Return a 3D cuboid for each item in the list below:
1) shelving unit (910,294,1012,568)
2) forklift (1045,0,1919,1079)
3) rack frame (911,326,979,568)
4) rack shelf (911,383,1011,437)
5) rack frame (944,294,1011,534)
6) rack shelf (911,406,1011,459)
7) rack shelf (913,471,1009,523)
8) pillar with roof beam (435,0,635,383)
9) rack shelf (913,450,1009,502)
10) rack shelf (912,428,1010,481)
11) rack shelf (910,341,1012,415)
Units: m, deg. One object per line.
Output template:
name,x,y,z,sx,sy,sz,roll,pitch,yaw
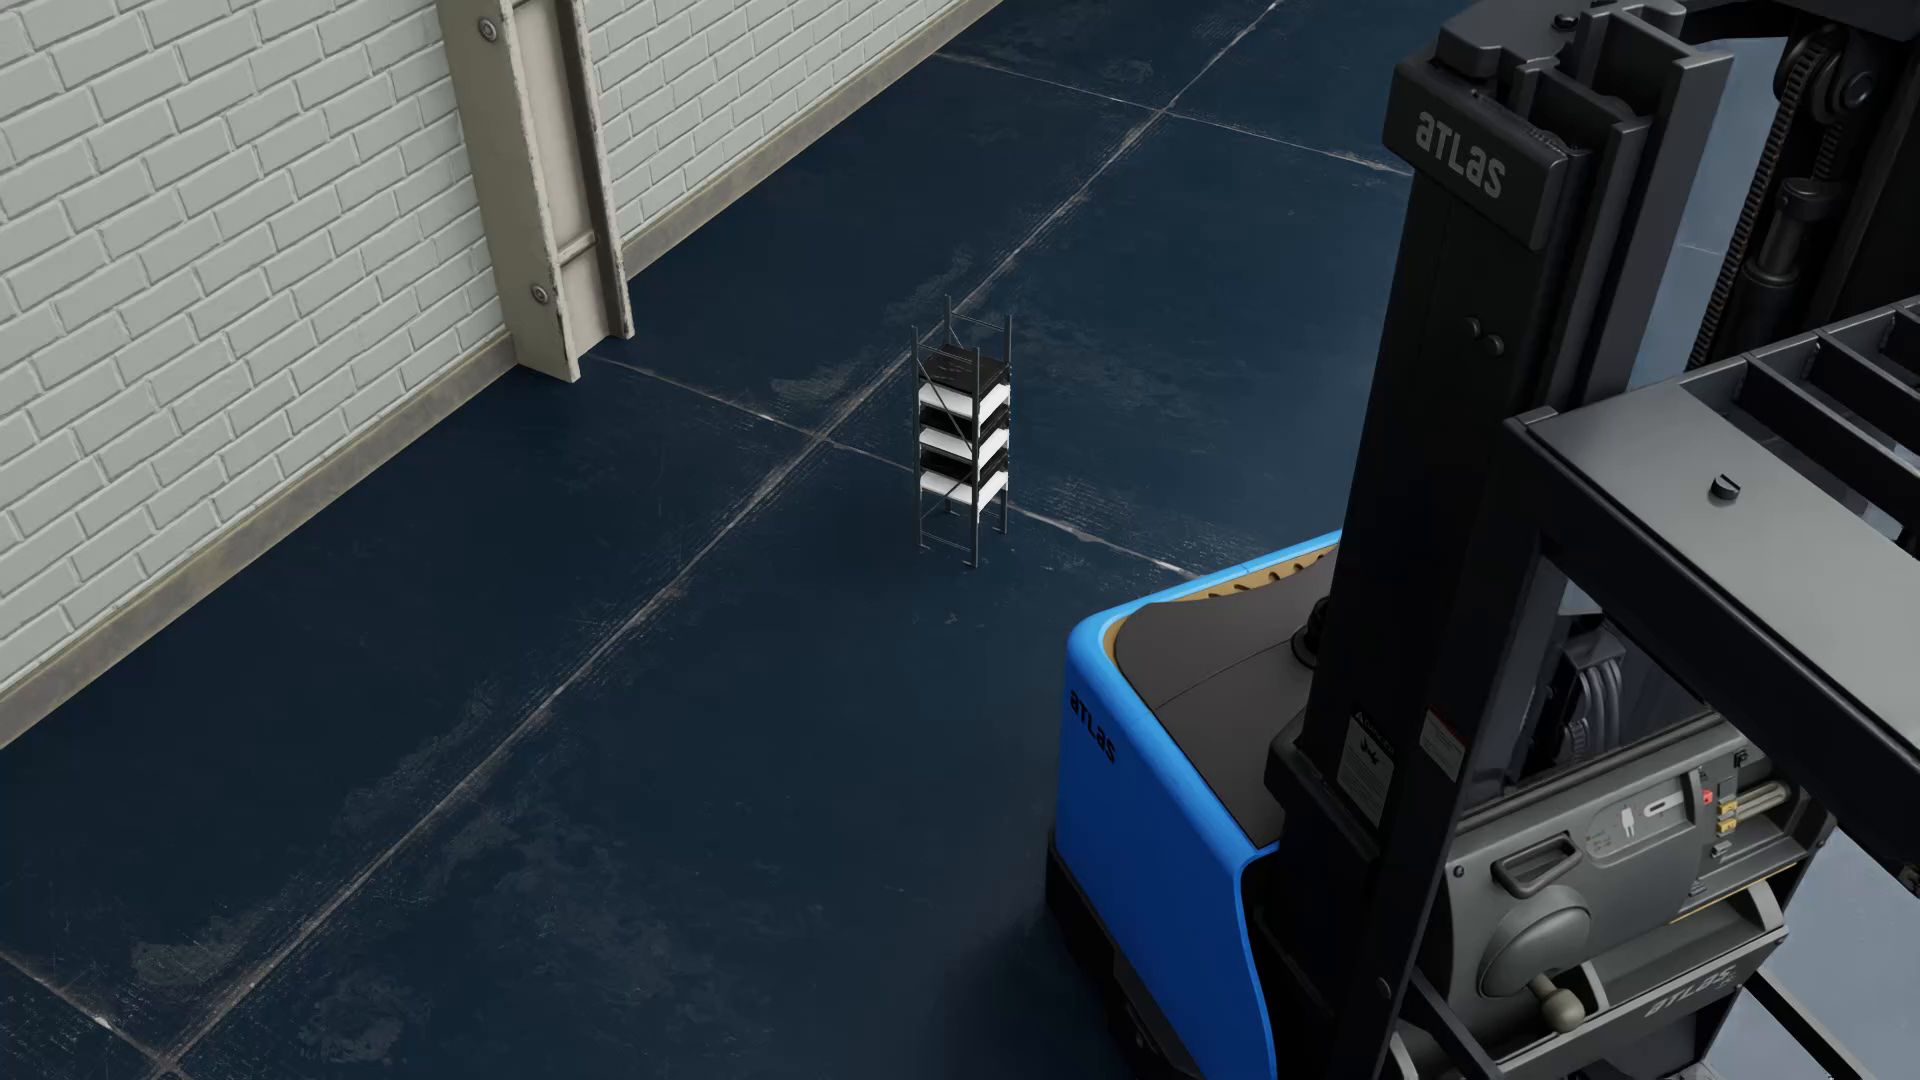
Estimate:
shelving unit,0.004,-0.342,5.458,0.258,0.900,0.210,21,45,22
forklift,1.326,0.641,2.804,1.130,2.935,3.031,-18,44,-19
rack frame,-0.047,-0.284,5.392,0.240,0.900,0.006,21,45,22
rack shelf,0.004,-0.452,5.361,0.258,0.077,0.200,21,45,22
rack frame,0.055,-0.401,5.524,0.240,0.900,0.006,21,45,22
rack shelf,0.004,-0.385,5.420,0.258,0.077,0.200,21,45,22
rack shelf,0.004,-0.182,5.599,0.258,0.077,0.200,21,45,22
pillar with roof beam,2.191,-2.725,2.035,9.100,9.000,0.400,21,45,22
rack shelf,0.004,-0.250,5.539,0.258,0.077,0.200,21,45,22
rack shelf,0.004,-0.317,5.480,0.258,0.077,0.200,21,45,22
rack shelf,0.004,-0.520,5.301,0.258,0.077,0.200,21,45,22
